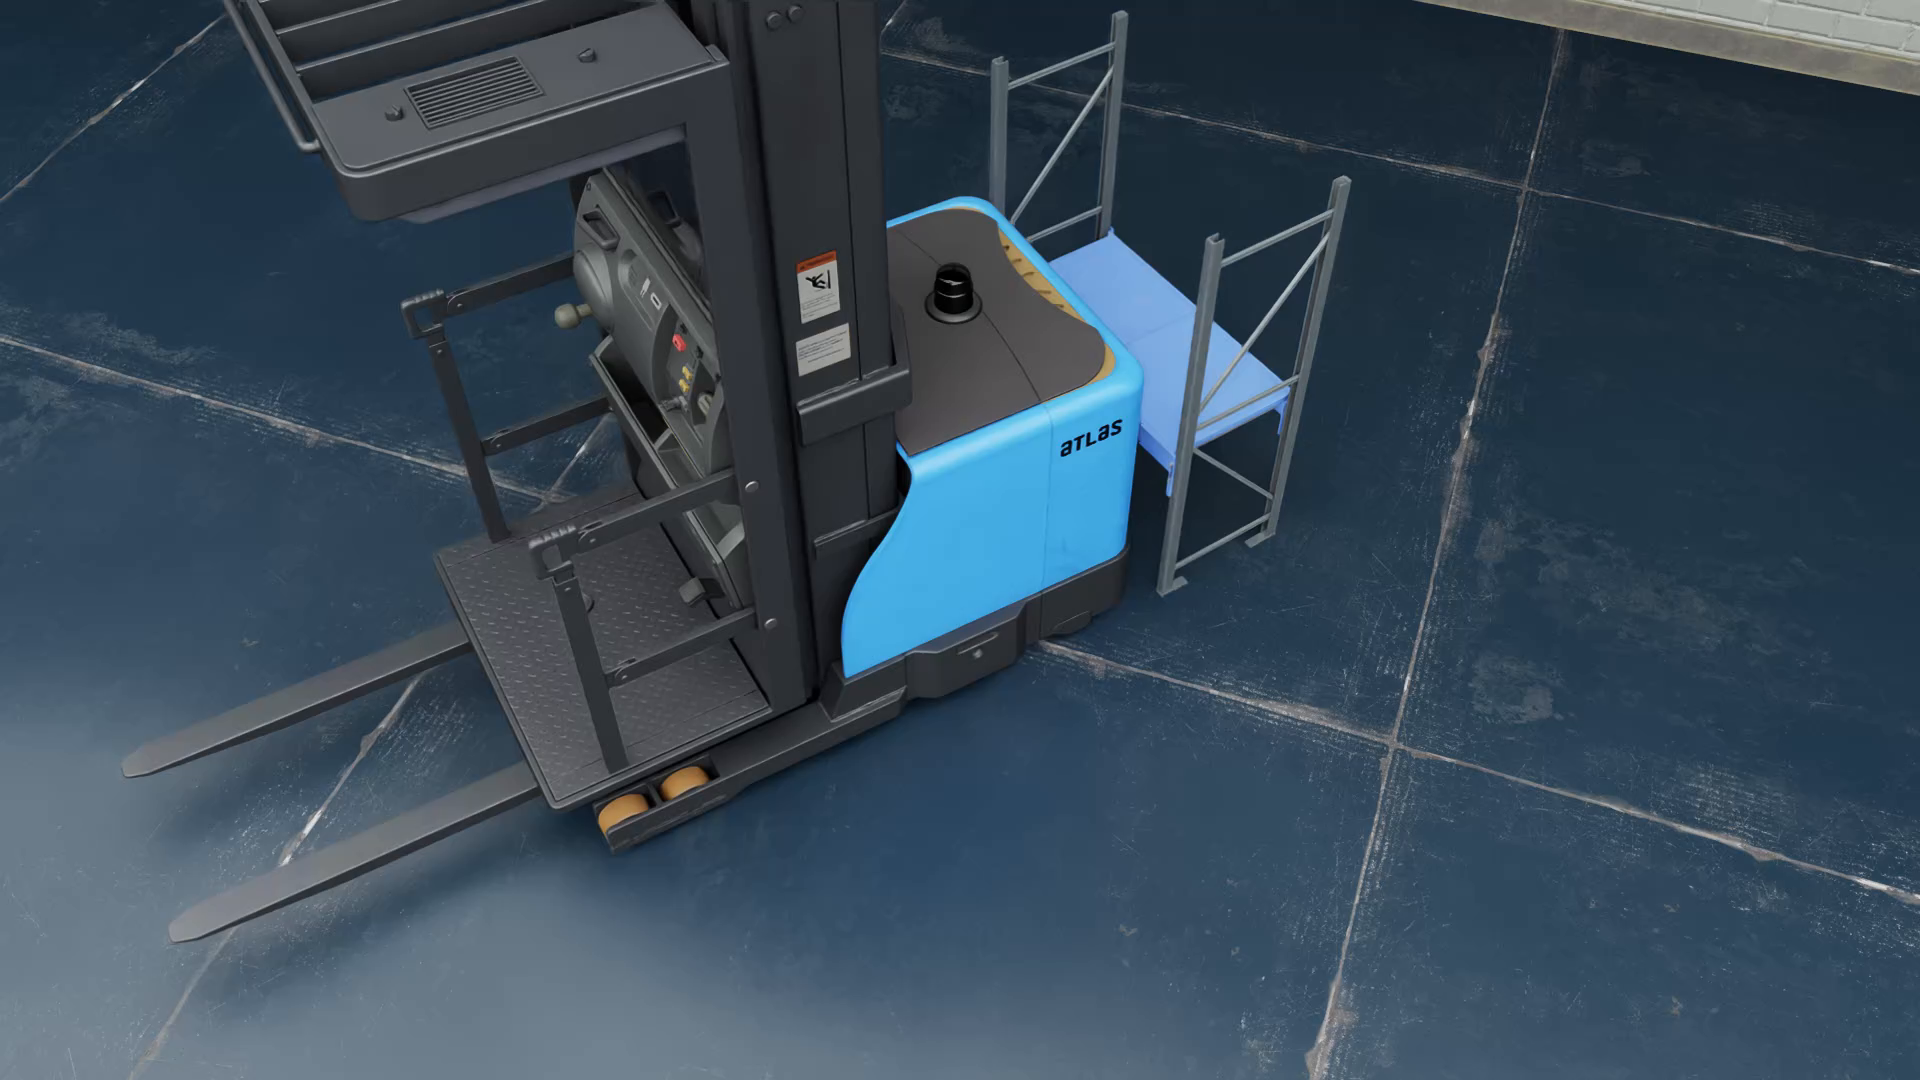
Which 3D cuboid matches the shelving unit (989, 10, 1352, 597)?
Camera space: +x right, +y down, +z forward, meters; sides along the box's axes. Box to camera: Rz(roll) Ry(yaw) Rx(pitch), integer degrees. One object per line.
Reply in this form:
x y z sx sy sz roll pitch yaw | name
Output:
0.594 -0.734 5.393 0.538 1.500 1.048 -27 54 -21 | shelving unit

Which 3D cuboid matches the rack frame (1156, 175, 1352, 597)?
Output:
0.876 -0.414 5.117 0.500 1.500 0.032 -27 54 -21 | rack frame

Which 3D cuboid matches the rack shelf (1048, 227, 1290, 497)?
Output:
0.594 -0.616 5.529 0.538 0.185 1.000 -27 54 -21 | rack shelf

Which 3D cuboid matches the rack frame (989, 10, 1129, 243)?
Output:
0.311 -1.053 5.670 0.500 1.500 0.032 -27 54 -21 | rack frame

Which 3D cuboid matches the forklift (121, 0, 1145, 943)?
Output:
-0.988 -0.507 4.250 3.031 2.935 1.130 -23 53 -19 | forklift
